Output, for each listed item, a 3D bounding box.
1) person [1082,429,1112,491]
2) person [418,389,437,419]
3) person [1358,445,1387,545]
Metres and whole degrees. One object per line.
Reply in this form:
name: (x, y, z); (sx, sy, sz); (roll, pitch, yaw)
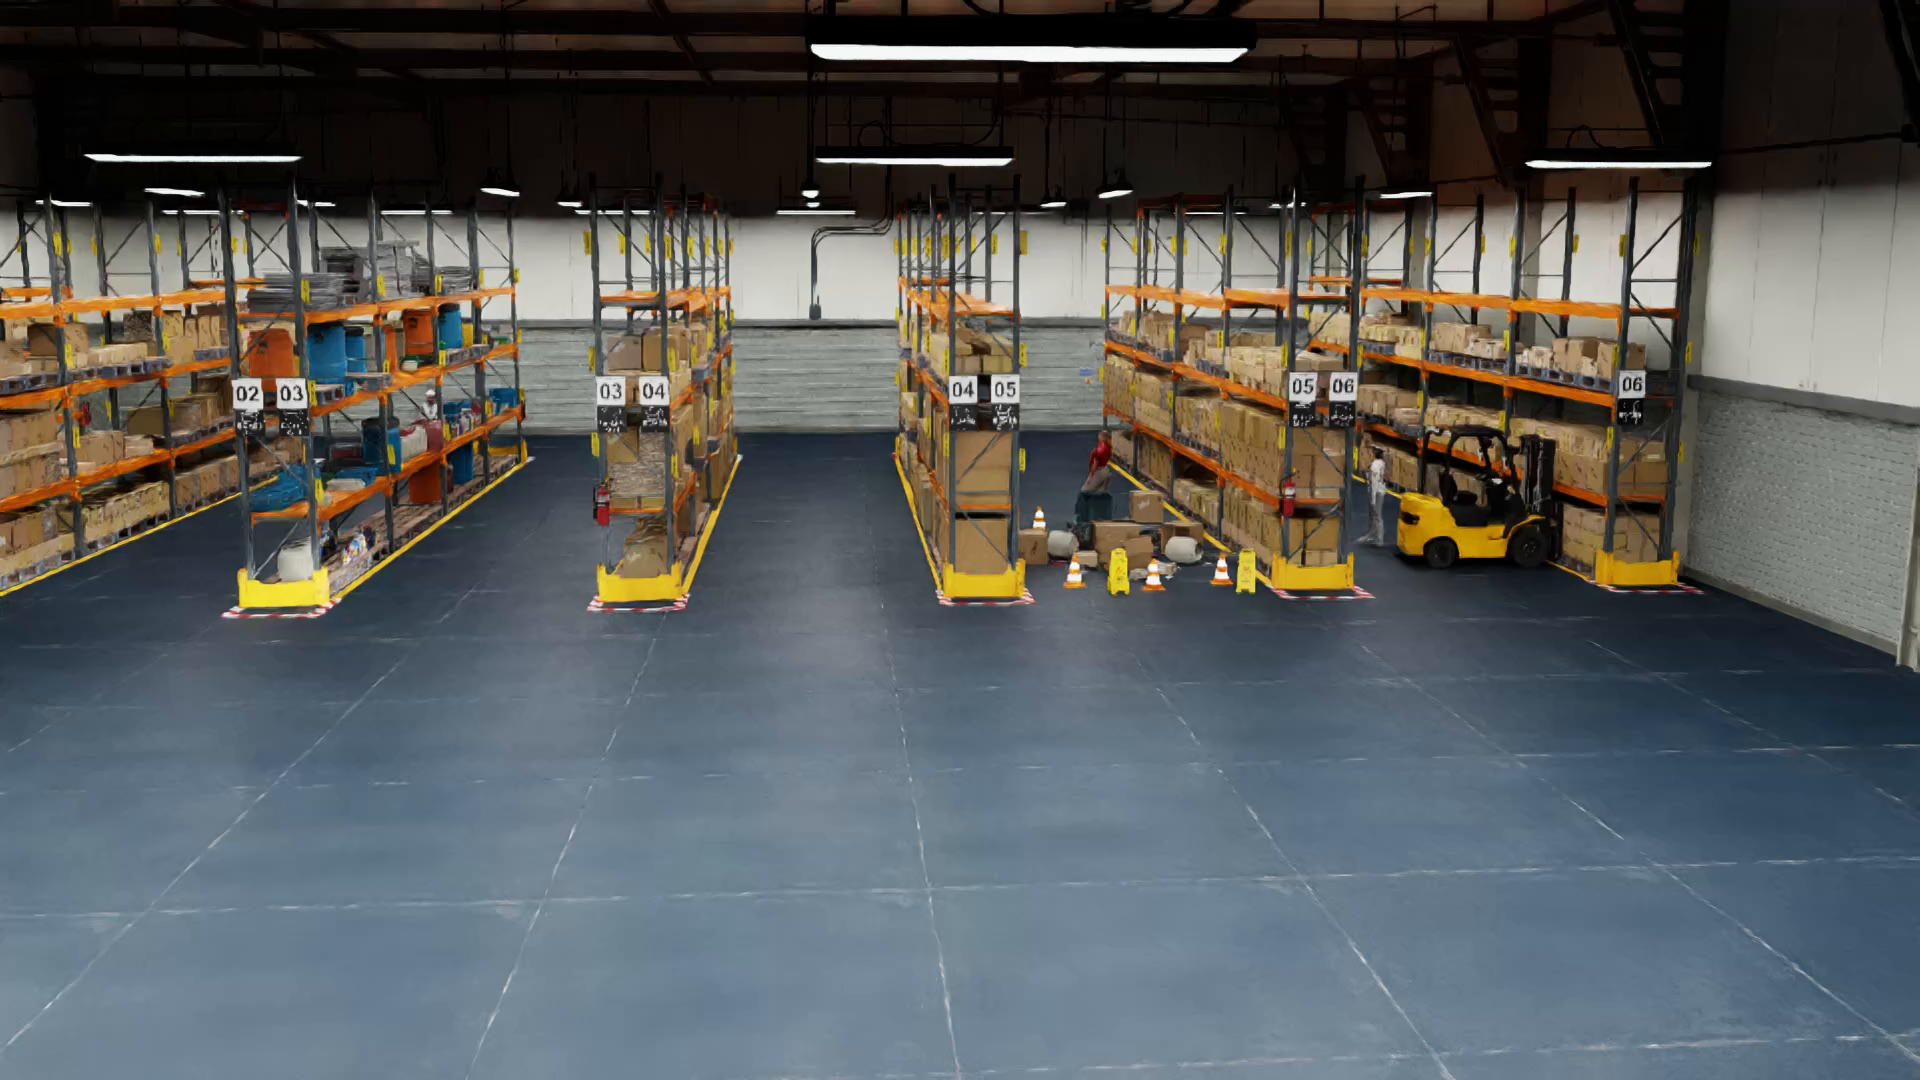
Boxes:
person: (2.520, -1.169, 30.329); (0.567, 1.690, 0.623); (4, 11, 23)
person: (-12.324, -2.672, 38.911); (0.677, 1.726, 0.574); (-1, 10, -5)
person: (7.002, -0.767, 28.178); (0.459, 1.675, 0.525); (4, 11, 24)
